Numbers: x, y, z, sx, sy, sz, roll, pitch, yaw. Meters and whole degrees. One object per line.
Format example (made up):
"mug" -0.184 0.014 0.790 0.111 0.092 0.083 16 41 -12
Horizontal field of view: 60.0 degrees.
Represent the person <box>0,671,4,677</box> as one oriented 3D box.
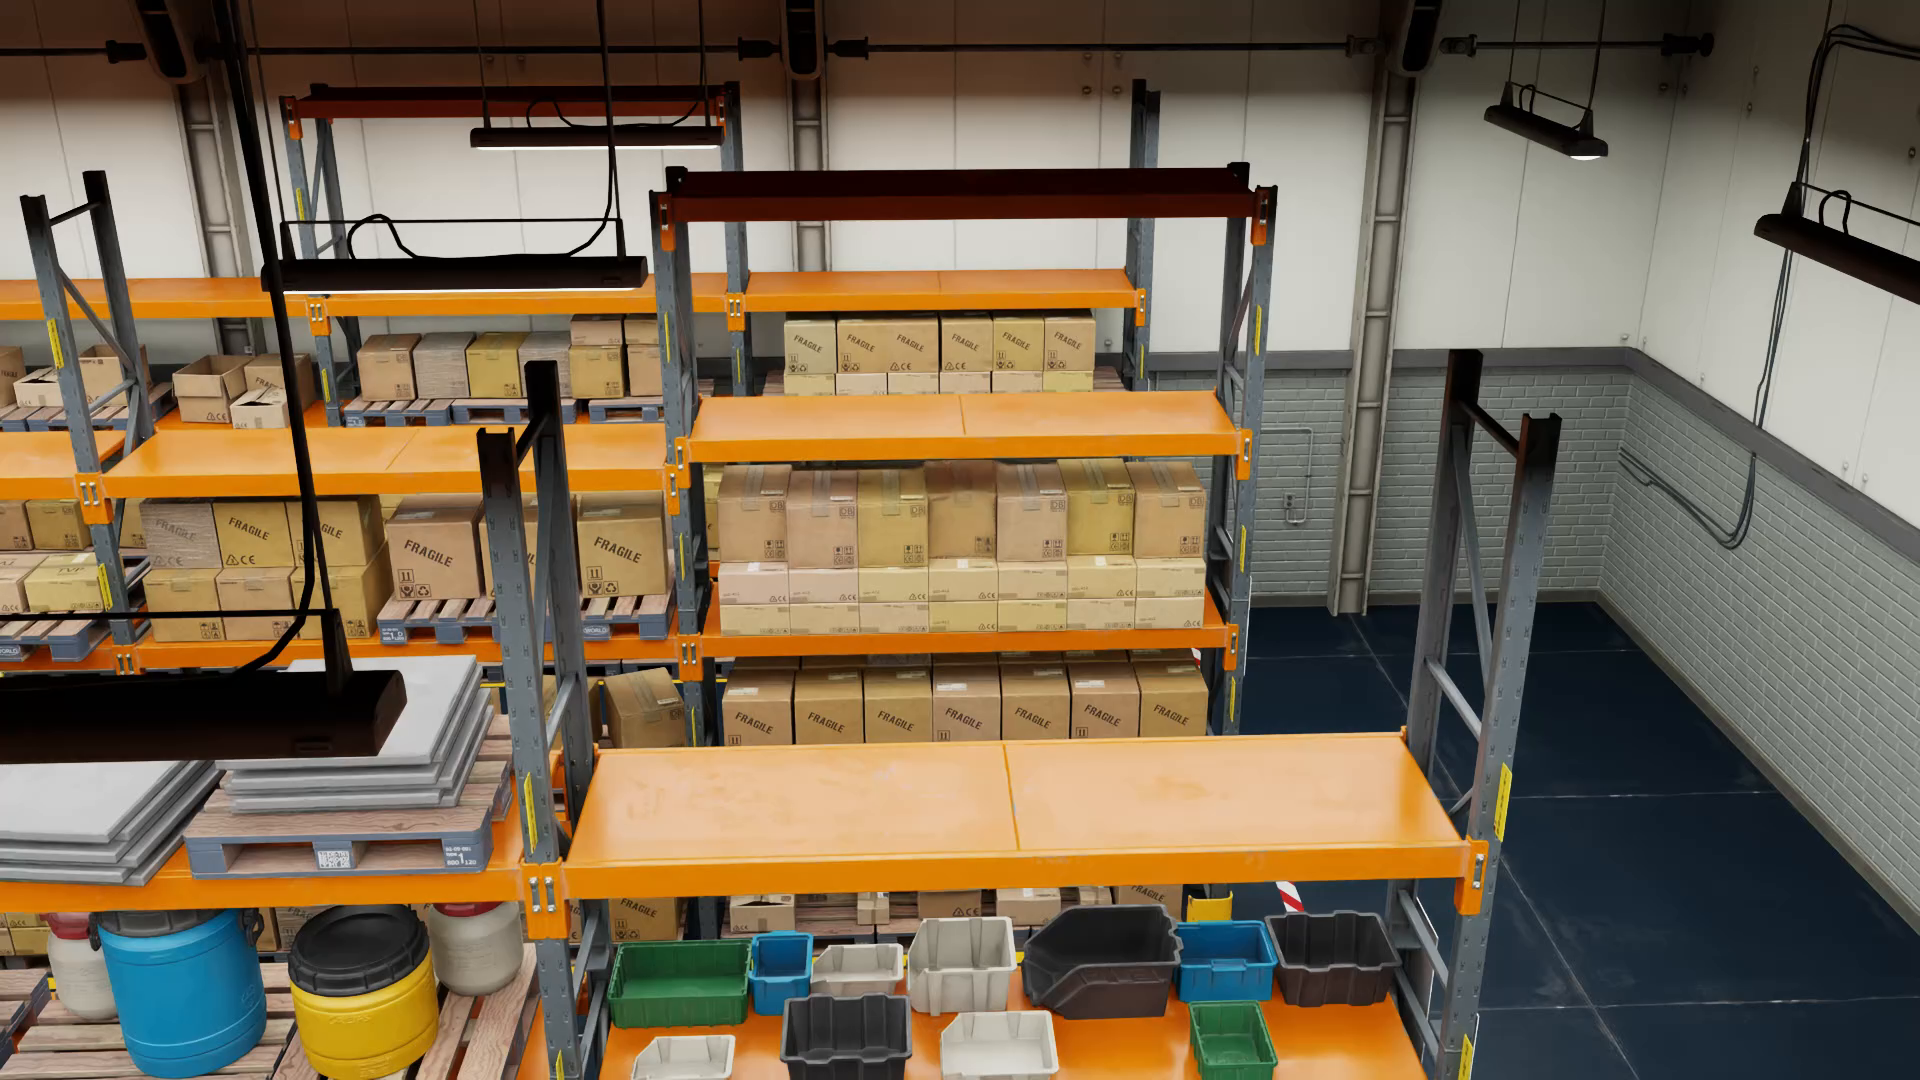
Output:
"person" -9.207 1.318 15.544 0.950 1.721 0.592 -12 25 -28
